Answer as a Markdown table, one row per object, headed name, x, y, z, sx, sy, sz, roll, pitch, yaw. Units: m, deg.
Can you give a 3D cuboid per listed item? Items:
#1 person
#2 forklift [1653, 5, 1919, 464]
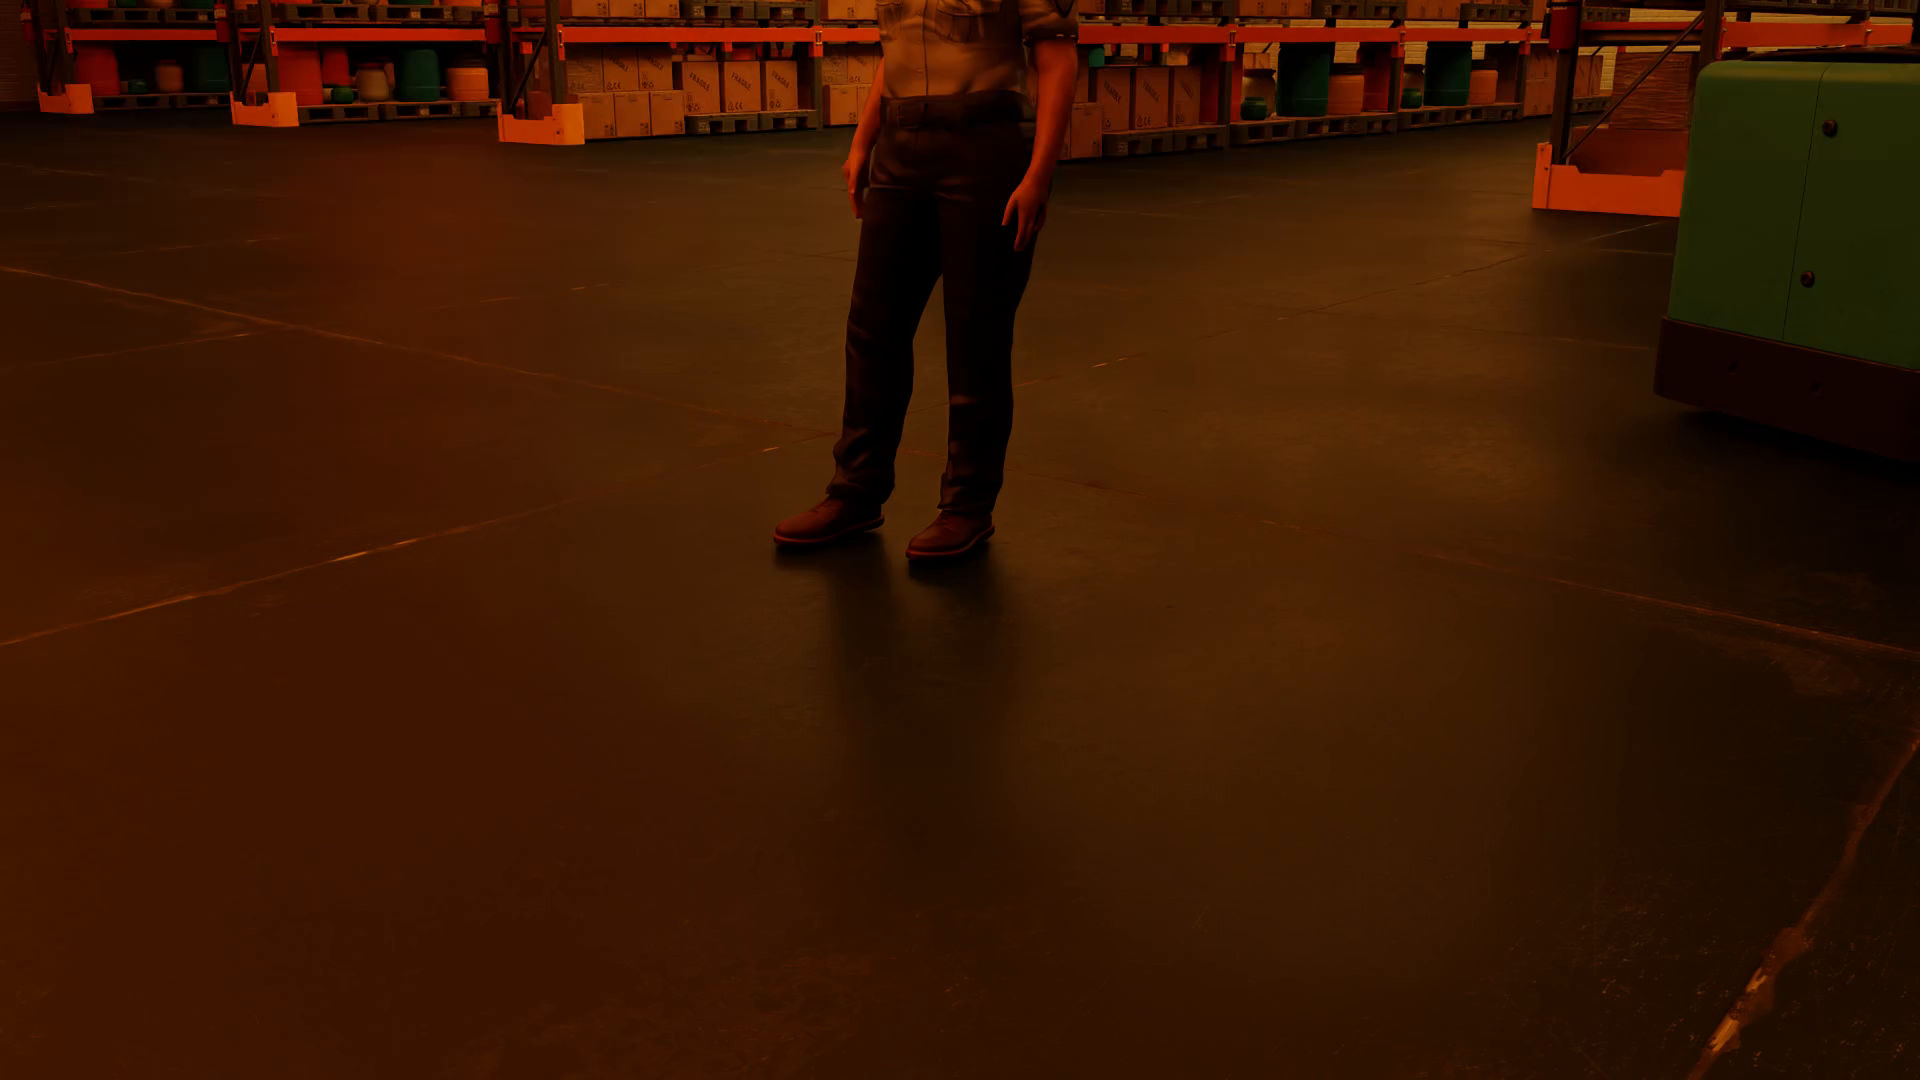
| name | x | y | z | sx | sy | sz | roll | pitch | yaw |
| --- | --- | --- | --- | --- | --- | --- | --- | --- | --- |
| person | -0.075 | -0.780 | 3.647 | 0.598 | 1.651 | 0.501 | 13 | 21 | 37 |
| forklift | 3.741 | -1.814 | 4.870 | 3.031 | 2.935 | 1.130 | -6 | 18 | -19 |
